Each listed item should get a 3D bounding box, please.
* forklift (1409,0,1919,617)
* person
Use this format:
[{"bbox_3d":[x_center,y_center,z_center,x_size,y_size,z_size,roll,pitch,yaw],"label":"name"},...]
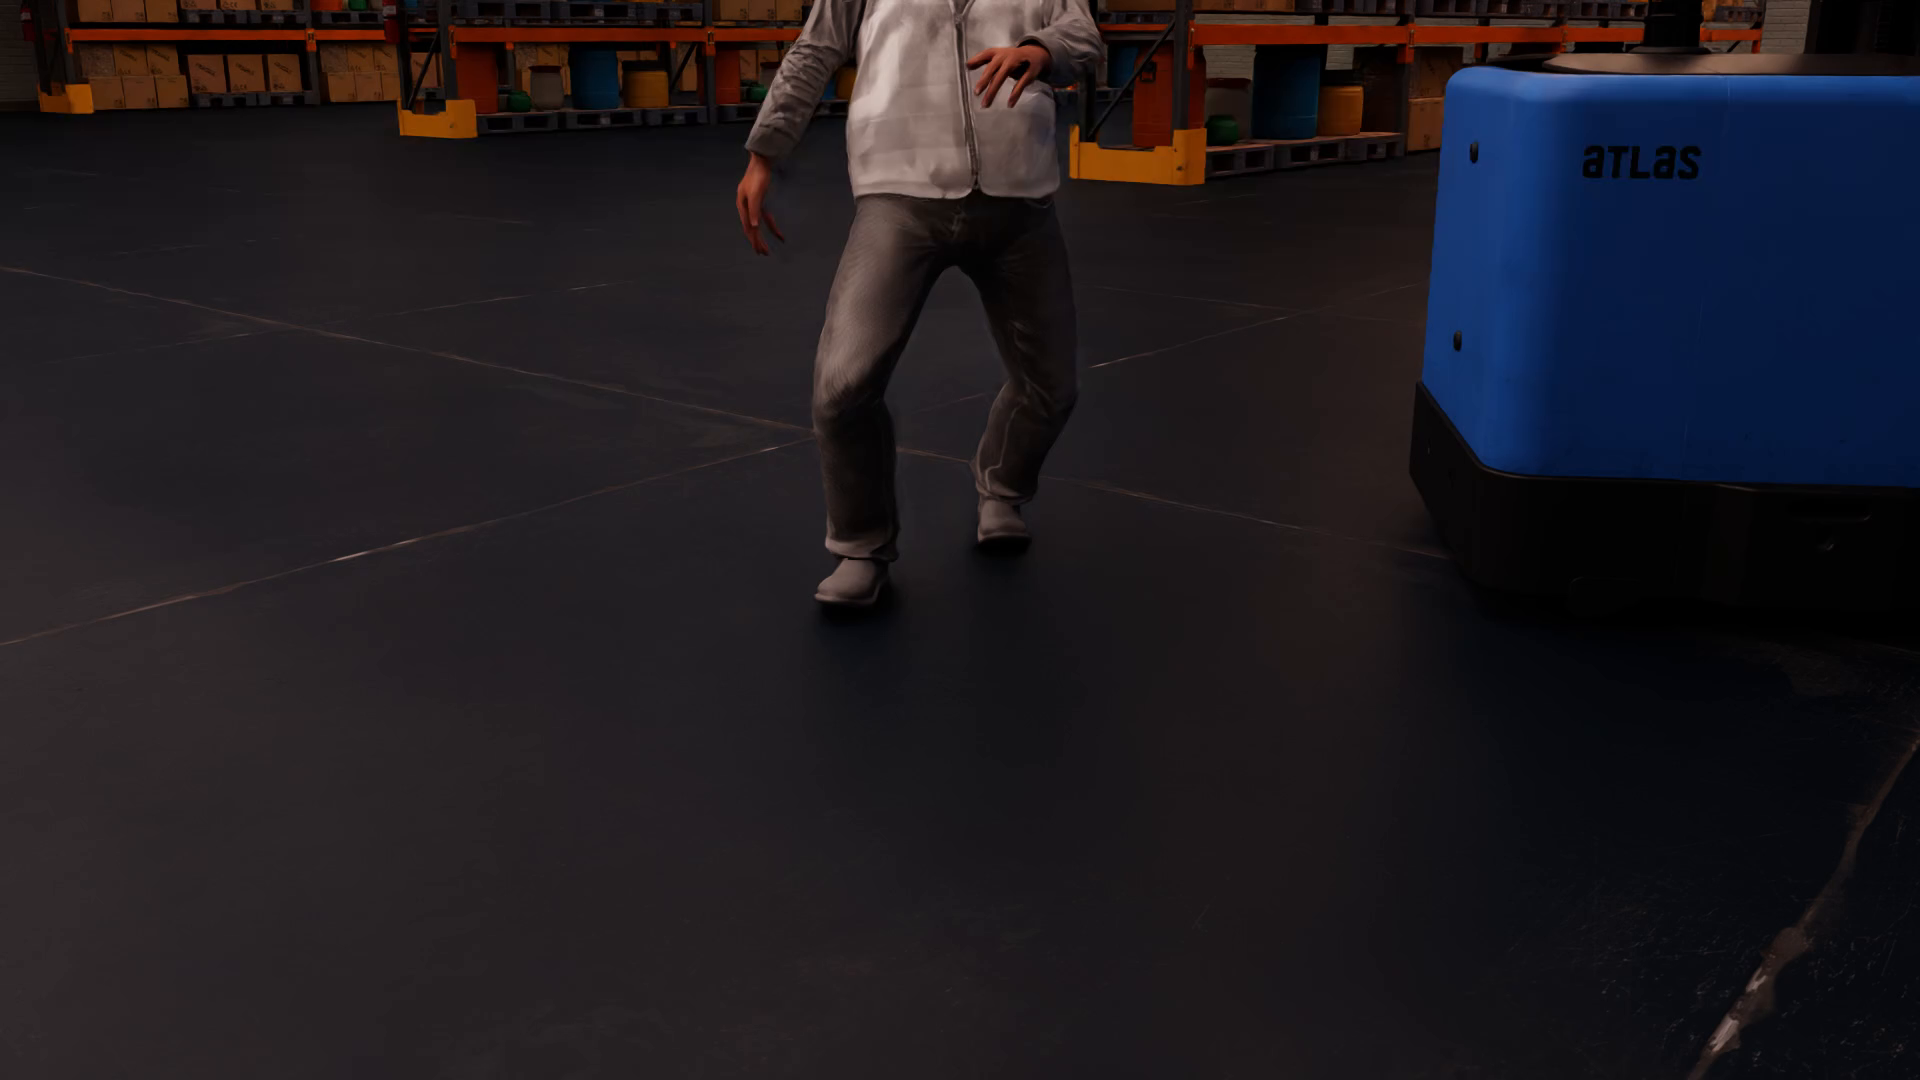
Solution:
[{"bbox_3d":[2.602,-1.328,3.272,3.031,2.935,1.130,2,17,6],"label":"forklift"},{"bbox_3d":[-0.077,-0.699,3.403,0.746,1.652,0.836,-5,18,-16],"label":"person"}]
